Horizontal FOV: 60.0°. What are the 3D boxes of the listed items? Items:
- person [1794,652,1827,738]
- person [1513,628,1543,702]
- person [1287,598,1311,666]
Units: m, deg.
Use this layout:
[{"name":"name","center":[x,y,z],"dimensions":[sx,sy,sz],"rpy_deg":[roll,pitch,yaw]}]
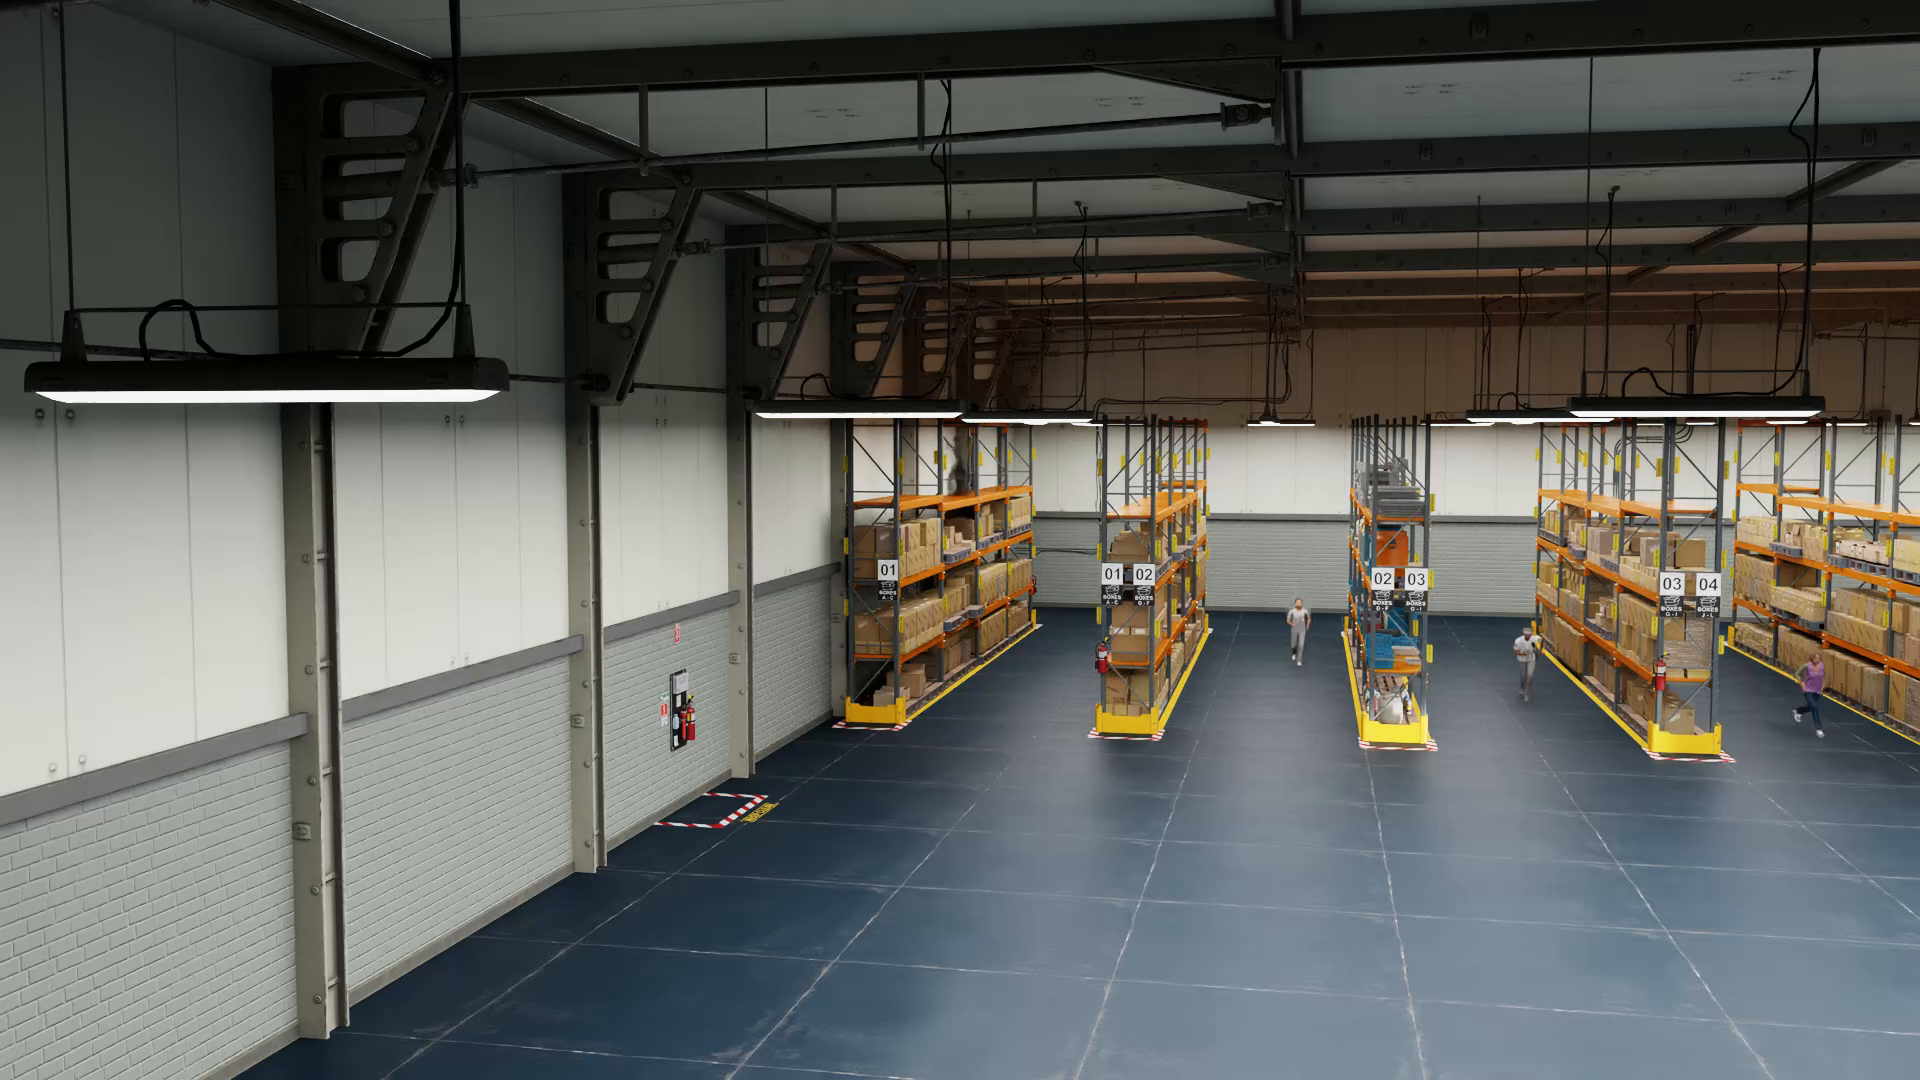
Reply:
[{"name":"person","center":[15.980,2.870,31.282],"dimensions":[0.537,1.578,0.970],"rpy_deg":[0,4,-4]},{"name":"person","center":[12.035,2.622,35.273],"dimensions":[0.616,1.614,0.963],"rpy_deg":[1,4,16]},{"name":"person","center":[8.227,2.220,40.348],"dimensions":[0.574,1.628,0.758],"rpy_deg":[1,4,8]}]
